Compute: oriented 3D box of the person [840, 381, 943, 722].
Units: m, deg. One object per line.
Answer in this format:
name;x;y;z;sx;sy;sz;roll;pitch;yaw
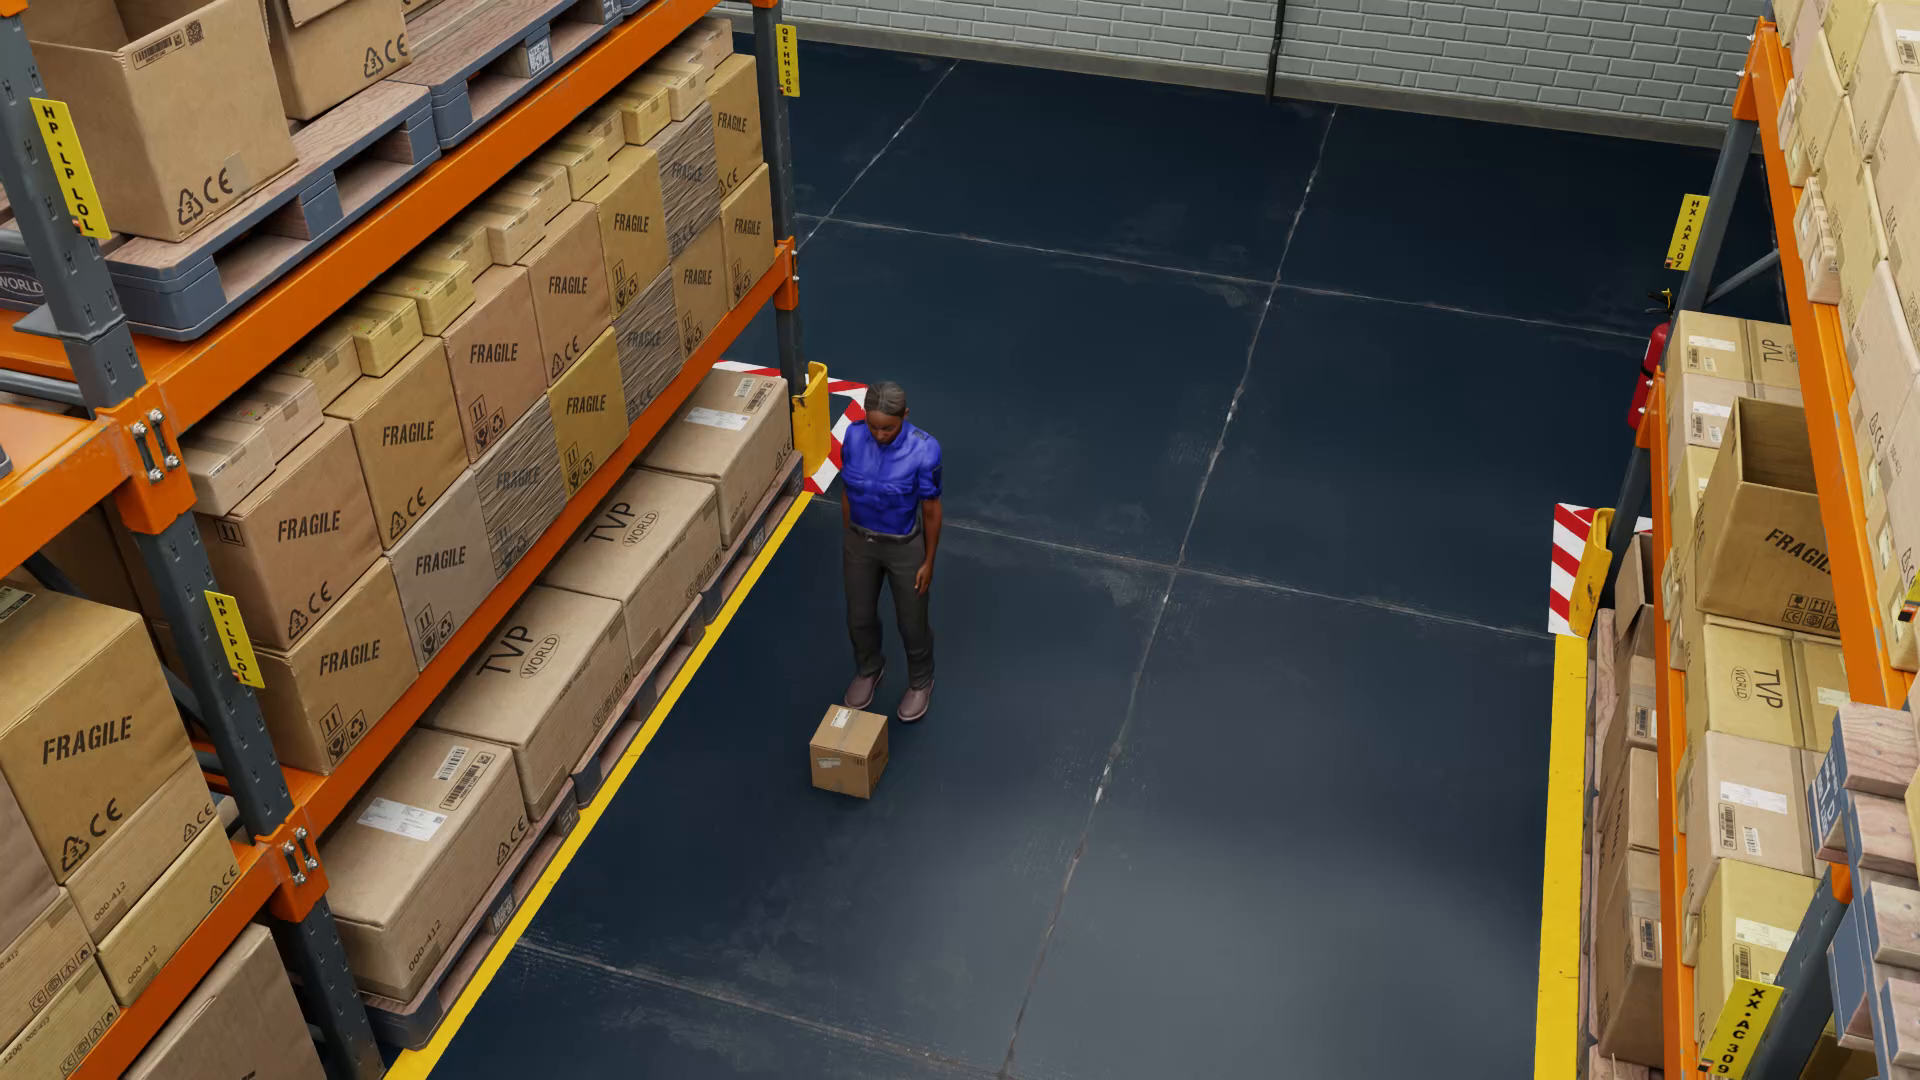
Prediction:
person;-0.282;0.043;6.852;0.440;1.649;0.306;12;39;16
